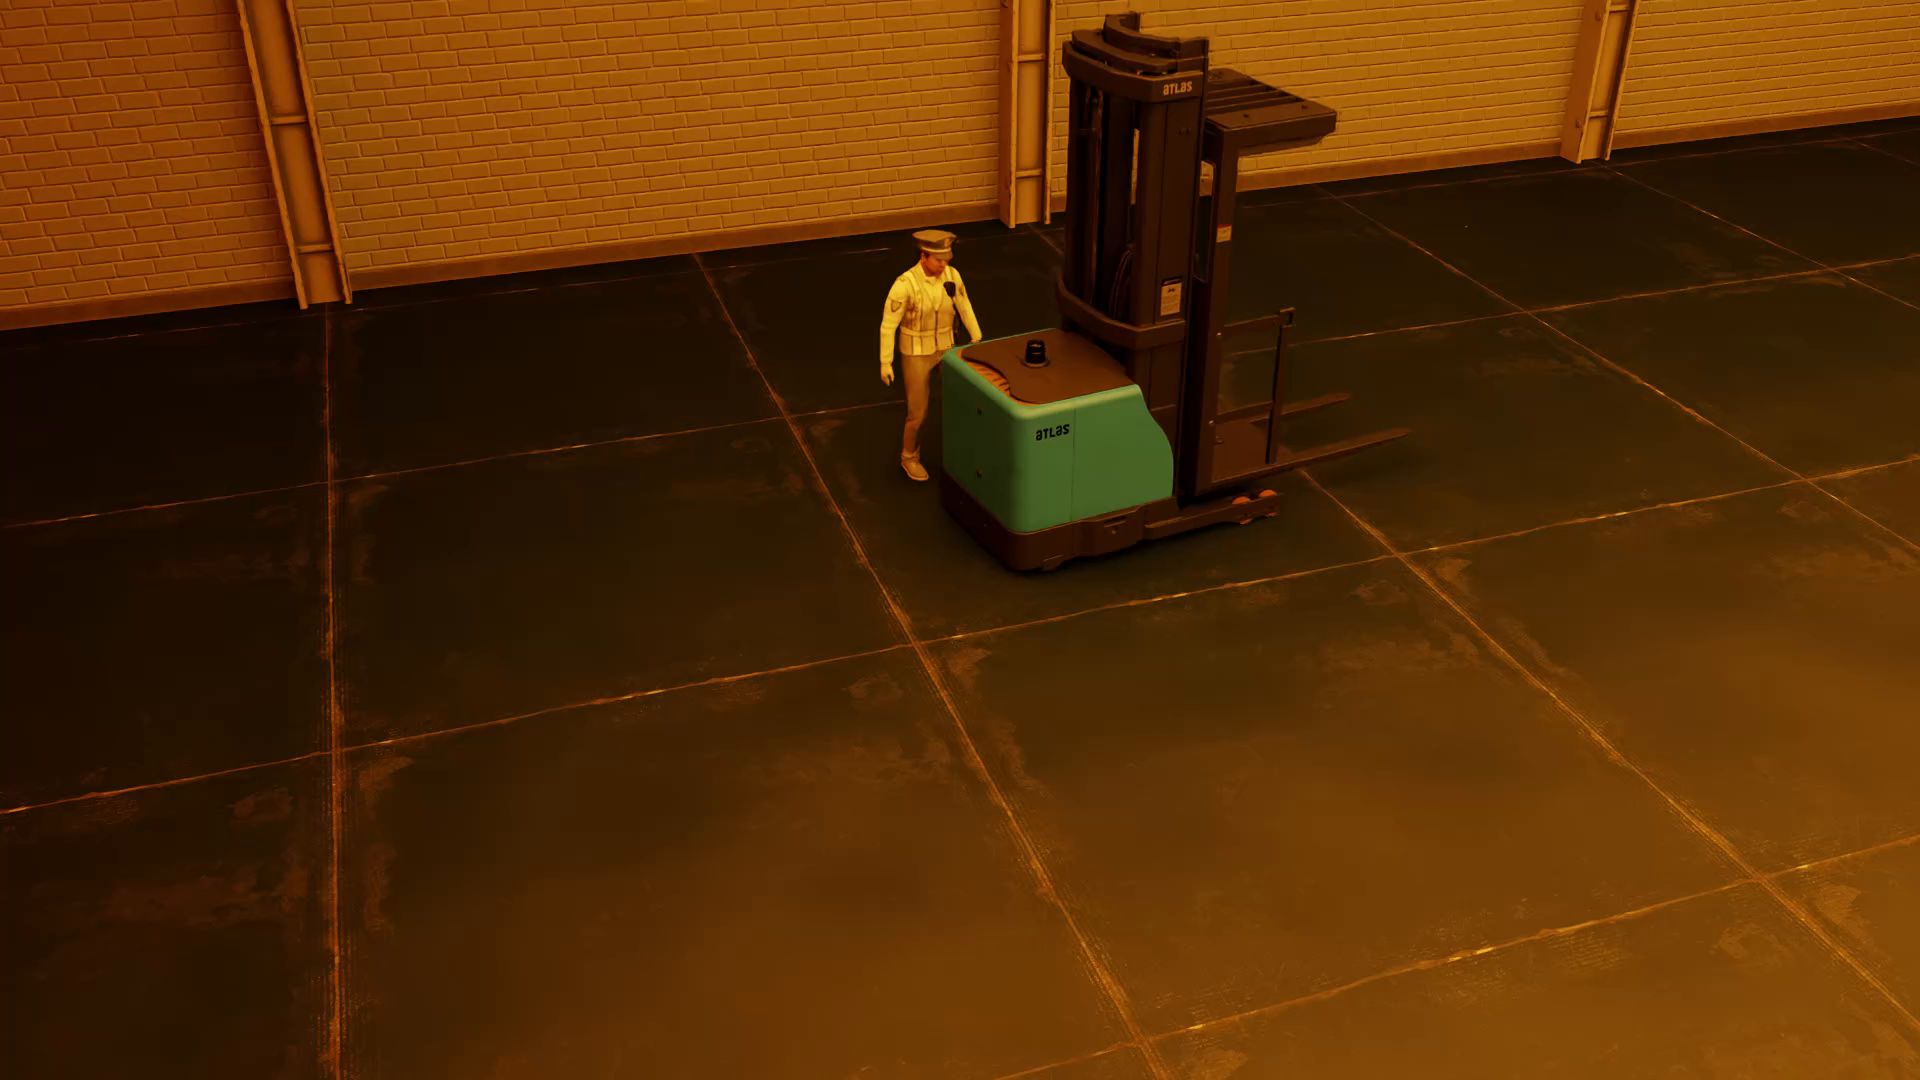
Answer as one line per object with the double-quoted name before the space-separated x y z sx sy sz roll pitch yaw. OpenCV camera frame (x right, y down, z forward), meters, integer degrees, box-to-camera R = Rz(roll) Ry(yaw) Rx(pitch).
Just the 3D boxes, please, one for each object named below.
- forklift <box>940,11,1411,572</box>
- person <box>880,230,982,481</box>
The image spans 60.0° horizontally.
"forklift" 1.431 -1.589 9.848 3.031 2.935 1.130 -14 33 -23
"person" -0.157 -1.145 10.376 0.693 1.640 0.436 -16 33 -25
